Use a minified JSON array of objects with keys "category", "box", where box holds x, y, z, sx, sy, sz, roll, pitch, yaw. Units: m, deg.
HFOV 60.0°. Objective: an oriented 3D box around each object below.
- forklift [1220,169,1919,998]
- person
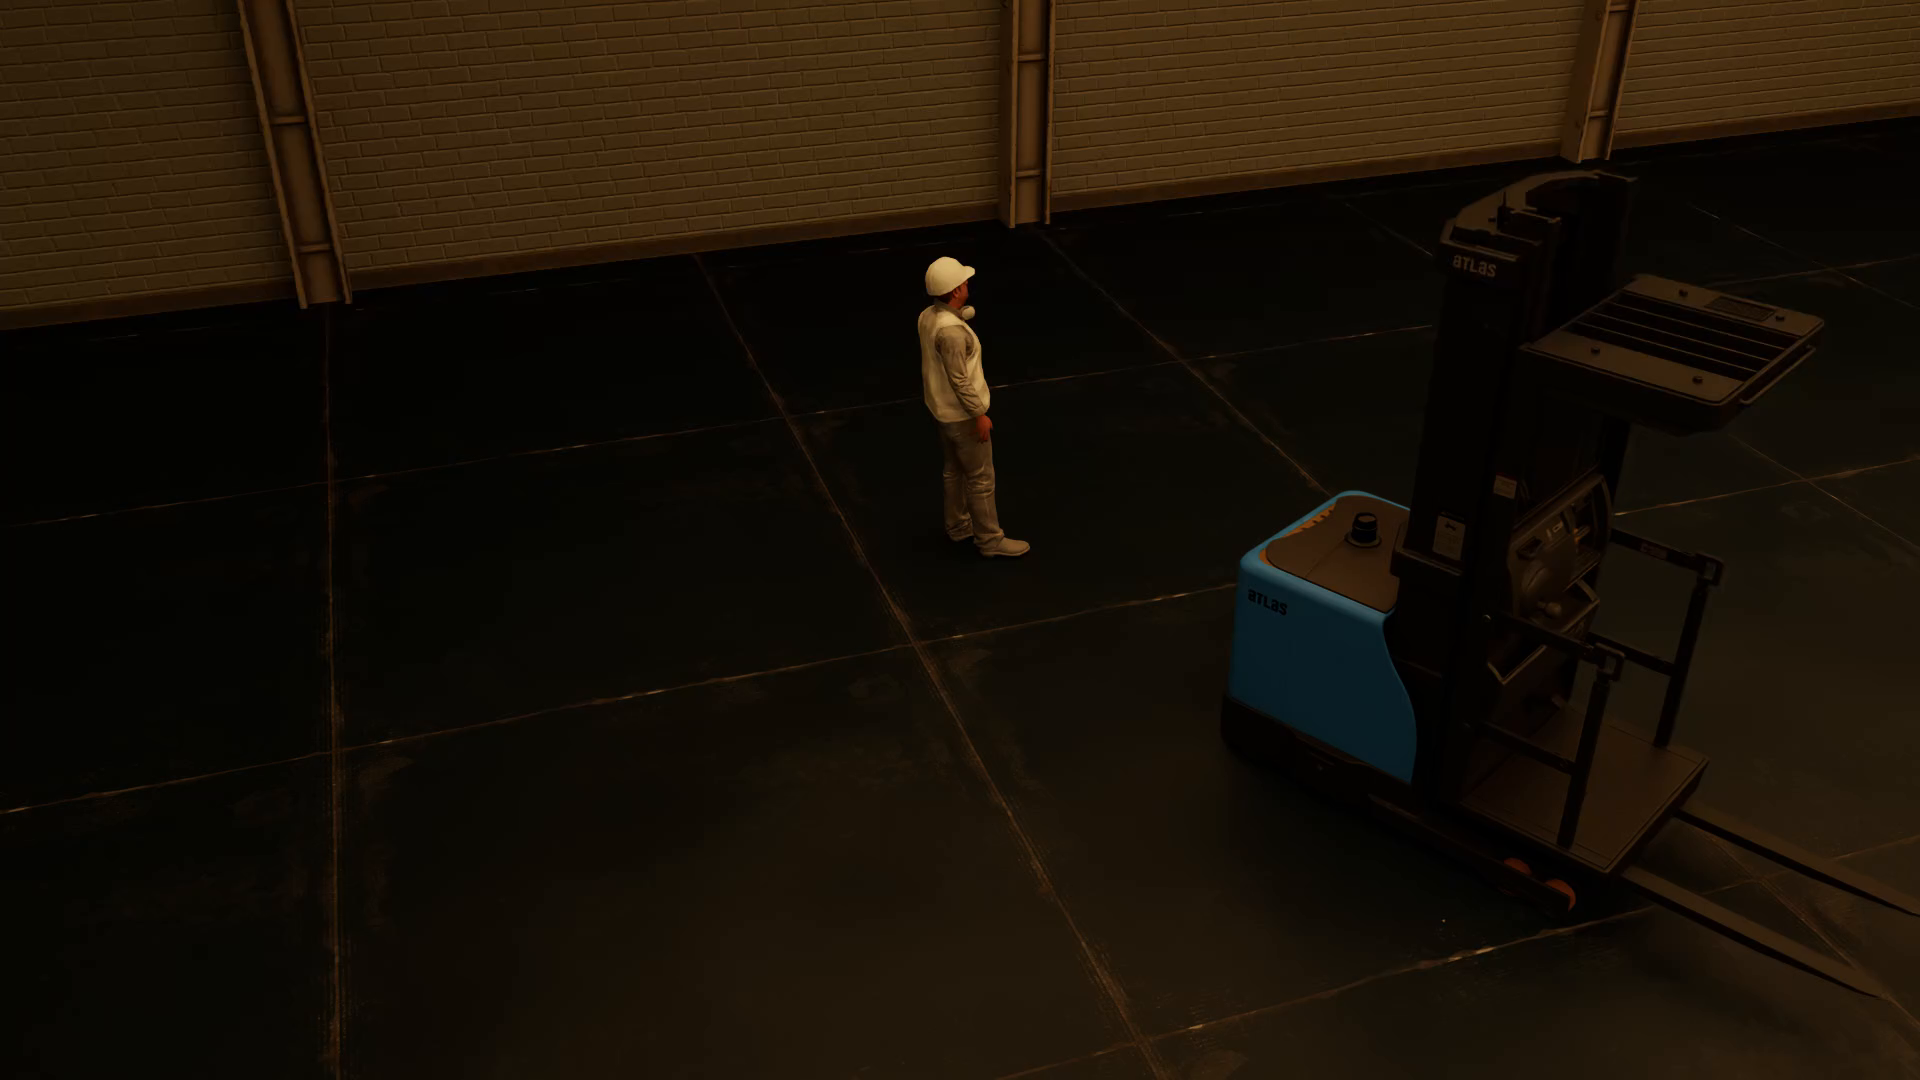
[{"category":"forklift","box":[2.708,0.067,6.971,3.031,2.935,1.130,25,38,36]},{"category":"person","box":[0.062,-0.782,9.591,0.566,1.775,0.634,-10,31,-16]}]
